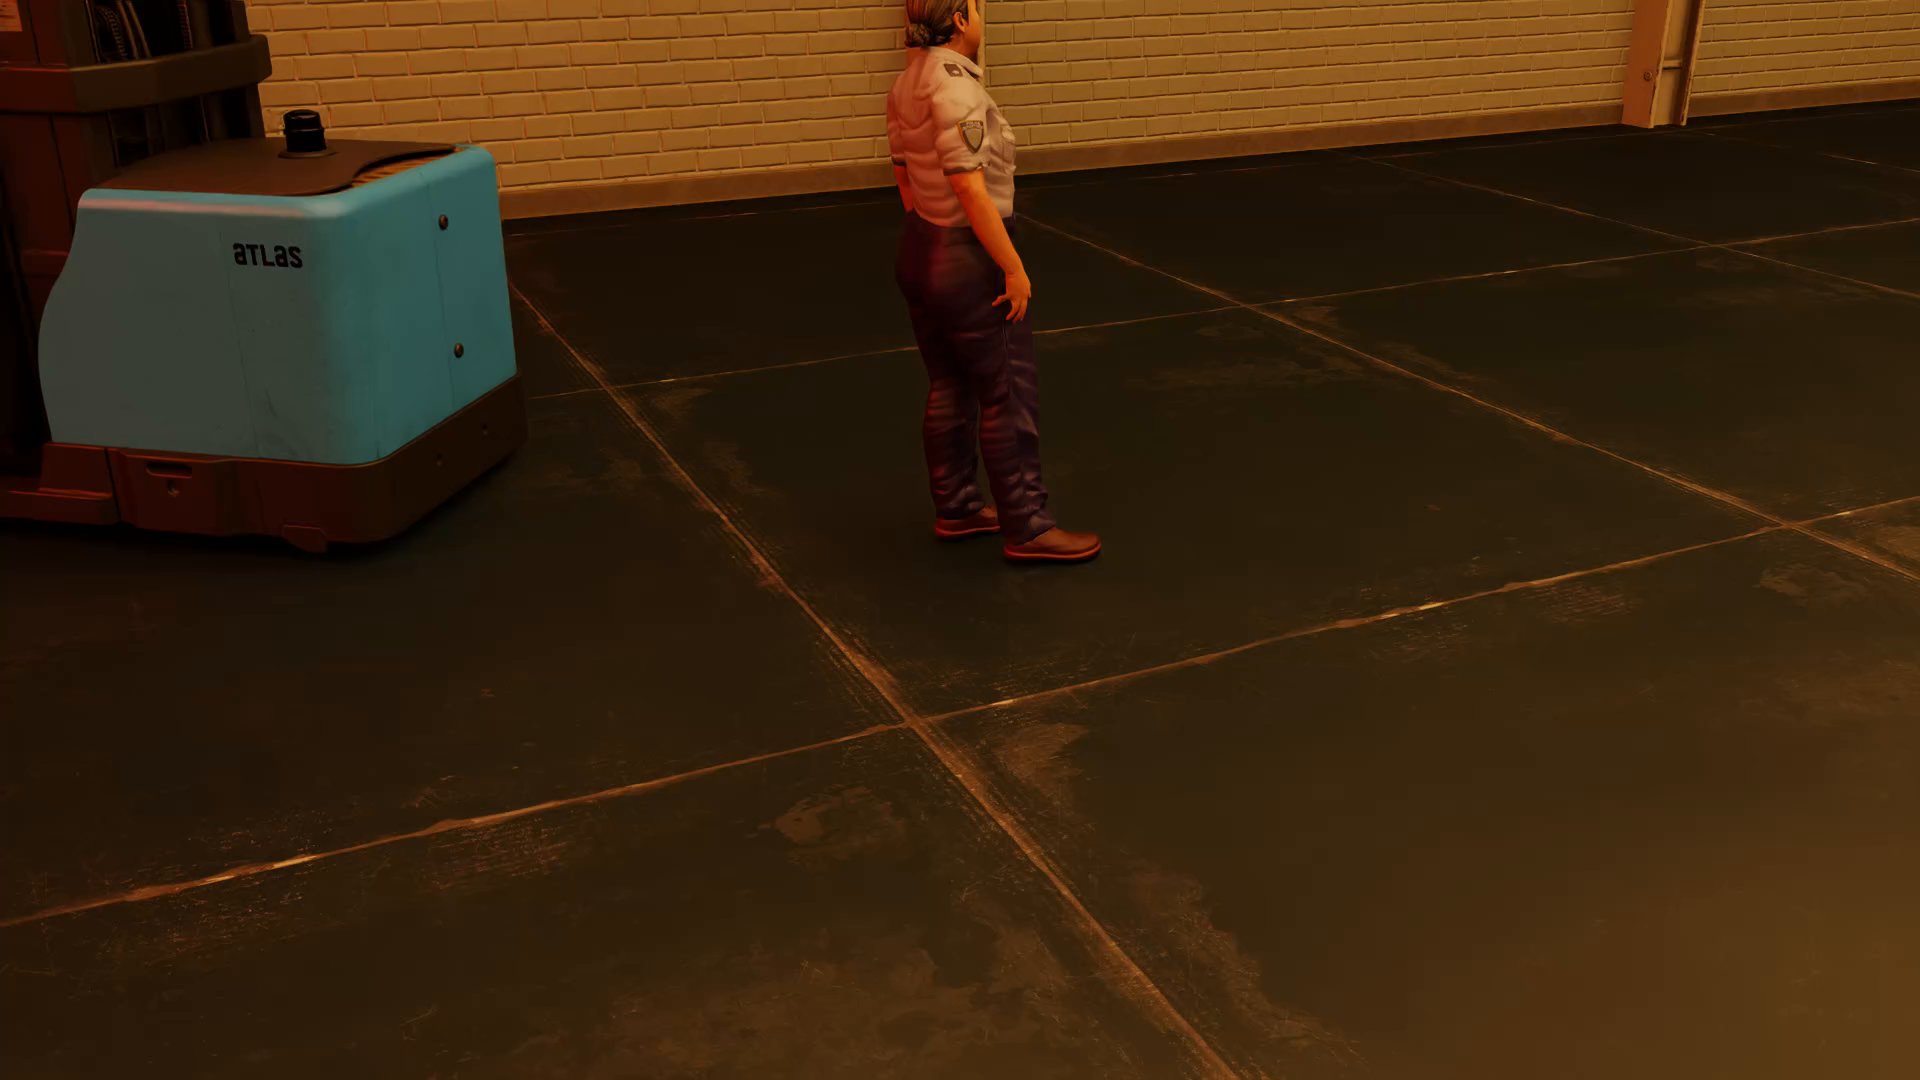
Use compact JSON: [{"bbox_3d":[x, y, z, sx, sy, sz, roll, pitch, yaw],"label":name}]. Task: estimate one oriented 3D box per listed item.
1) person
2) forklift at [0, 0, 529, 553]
[{"bbox_3d":[0.091,-0.775,4.803,0.503,1.651,0.598,-10,25,-23],"label":"person"},{"bbox_3d":[-3.065,-1.588,5.109,3.031,2.935,1.130,5,23,11],"label":"forklift"}]
